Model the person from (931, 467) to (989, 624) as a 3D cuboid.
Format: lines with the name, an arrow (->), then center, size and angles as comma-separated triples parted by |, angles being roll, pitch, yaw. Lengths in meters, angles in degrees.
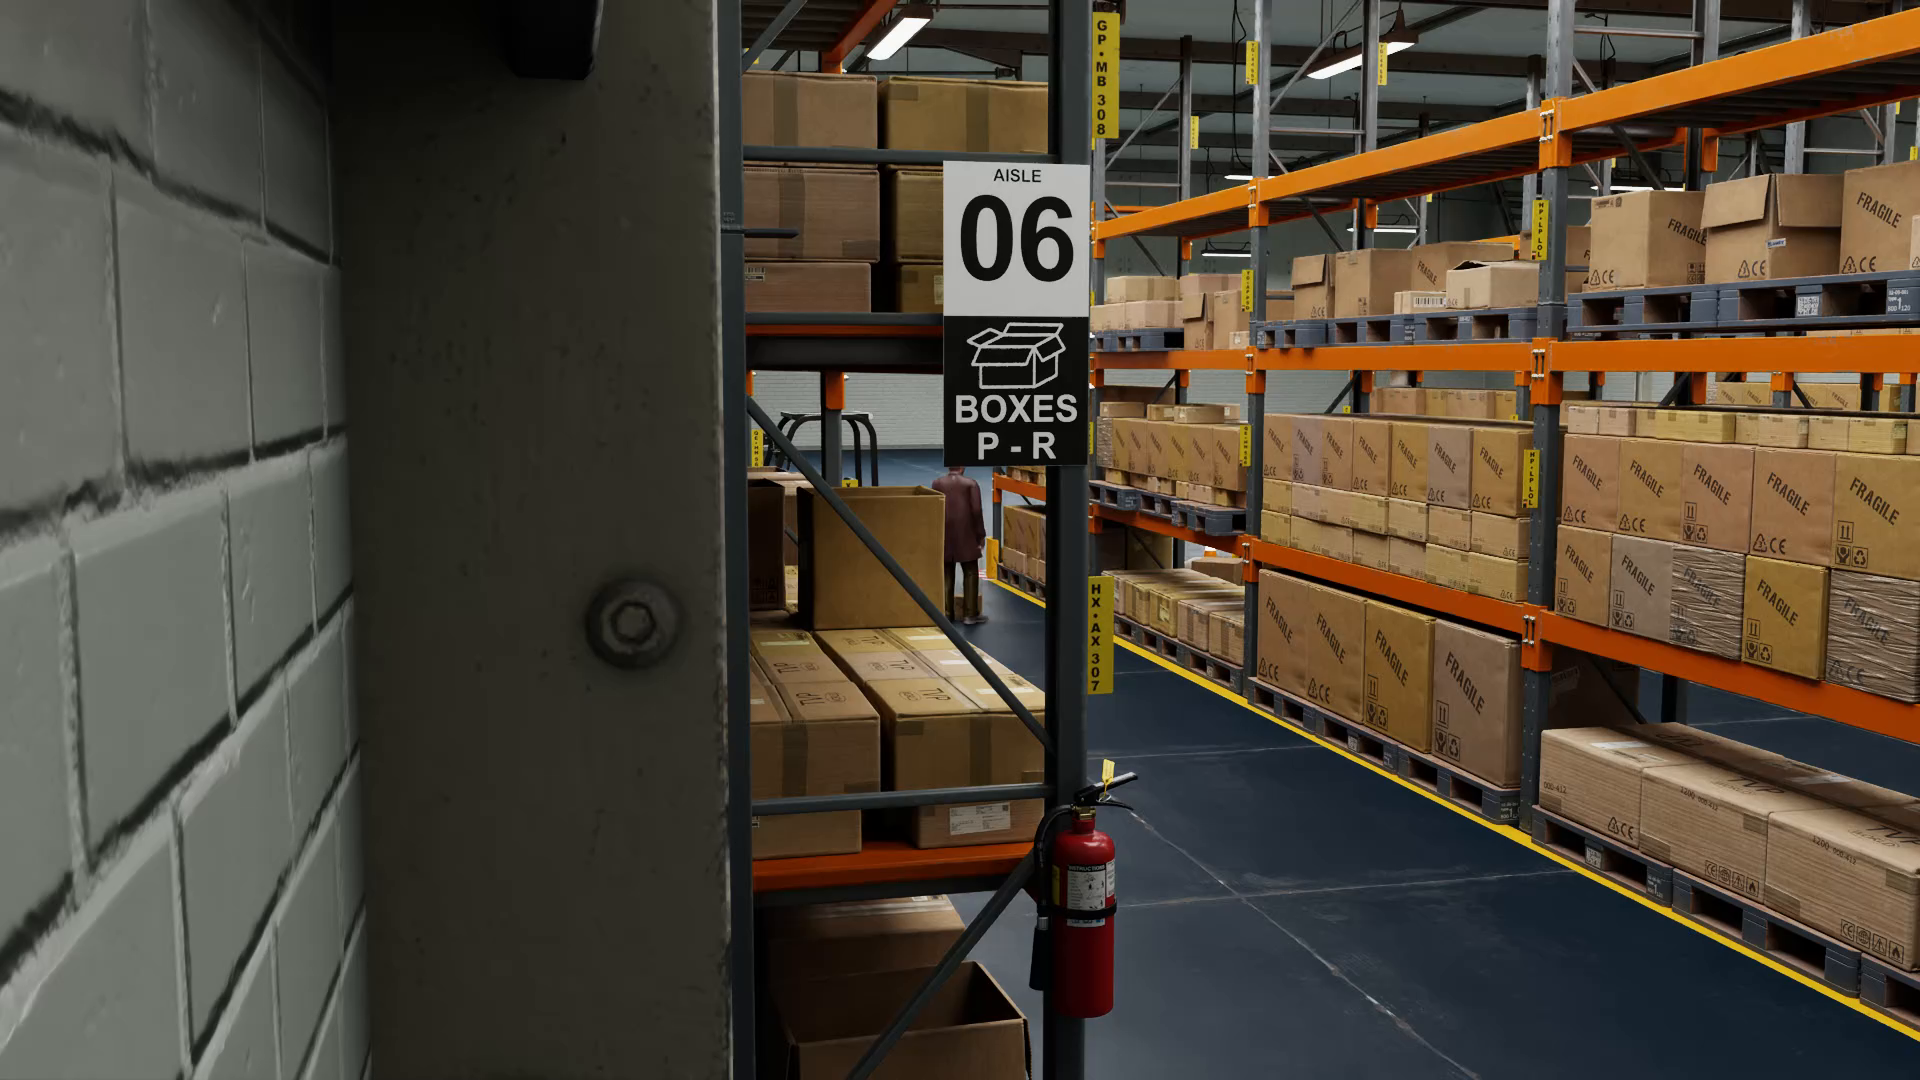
person -> -0.039, -0.022, 17.324 | 0.653, 1.773, 0.425 | 2, 6, 21
